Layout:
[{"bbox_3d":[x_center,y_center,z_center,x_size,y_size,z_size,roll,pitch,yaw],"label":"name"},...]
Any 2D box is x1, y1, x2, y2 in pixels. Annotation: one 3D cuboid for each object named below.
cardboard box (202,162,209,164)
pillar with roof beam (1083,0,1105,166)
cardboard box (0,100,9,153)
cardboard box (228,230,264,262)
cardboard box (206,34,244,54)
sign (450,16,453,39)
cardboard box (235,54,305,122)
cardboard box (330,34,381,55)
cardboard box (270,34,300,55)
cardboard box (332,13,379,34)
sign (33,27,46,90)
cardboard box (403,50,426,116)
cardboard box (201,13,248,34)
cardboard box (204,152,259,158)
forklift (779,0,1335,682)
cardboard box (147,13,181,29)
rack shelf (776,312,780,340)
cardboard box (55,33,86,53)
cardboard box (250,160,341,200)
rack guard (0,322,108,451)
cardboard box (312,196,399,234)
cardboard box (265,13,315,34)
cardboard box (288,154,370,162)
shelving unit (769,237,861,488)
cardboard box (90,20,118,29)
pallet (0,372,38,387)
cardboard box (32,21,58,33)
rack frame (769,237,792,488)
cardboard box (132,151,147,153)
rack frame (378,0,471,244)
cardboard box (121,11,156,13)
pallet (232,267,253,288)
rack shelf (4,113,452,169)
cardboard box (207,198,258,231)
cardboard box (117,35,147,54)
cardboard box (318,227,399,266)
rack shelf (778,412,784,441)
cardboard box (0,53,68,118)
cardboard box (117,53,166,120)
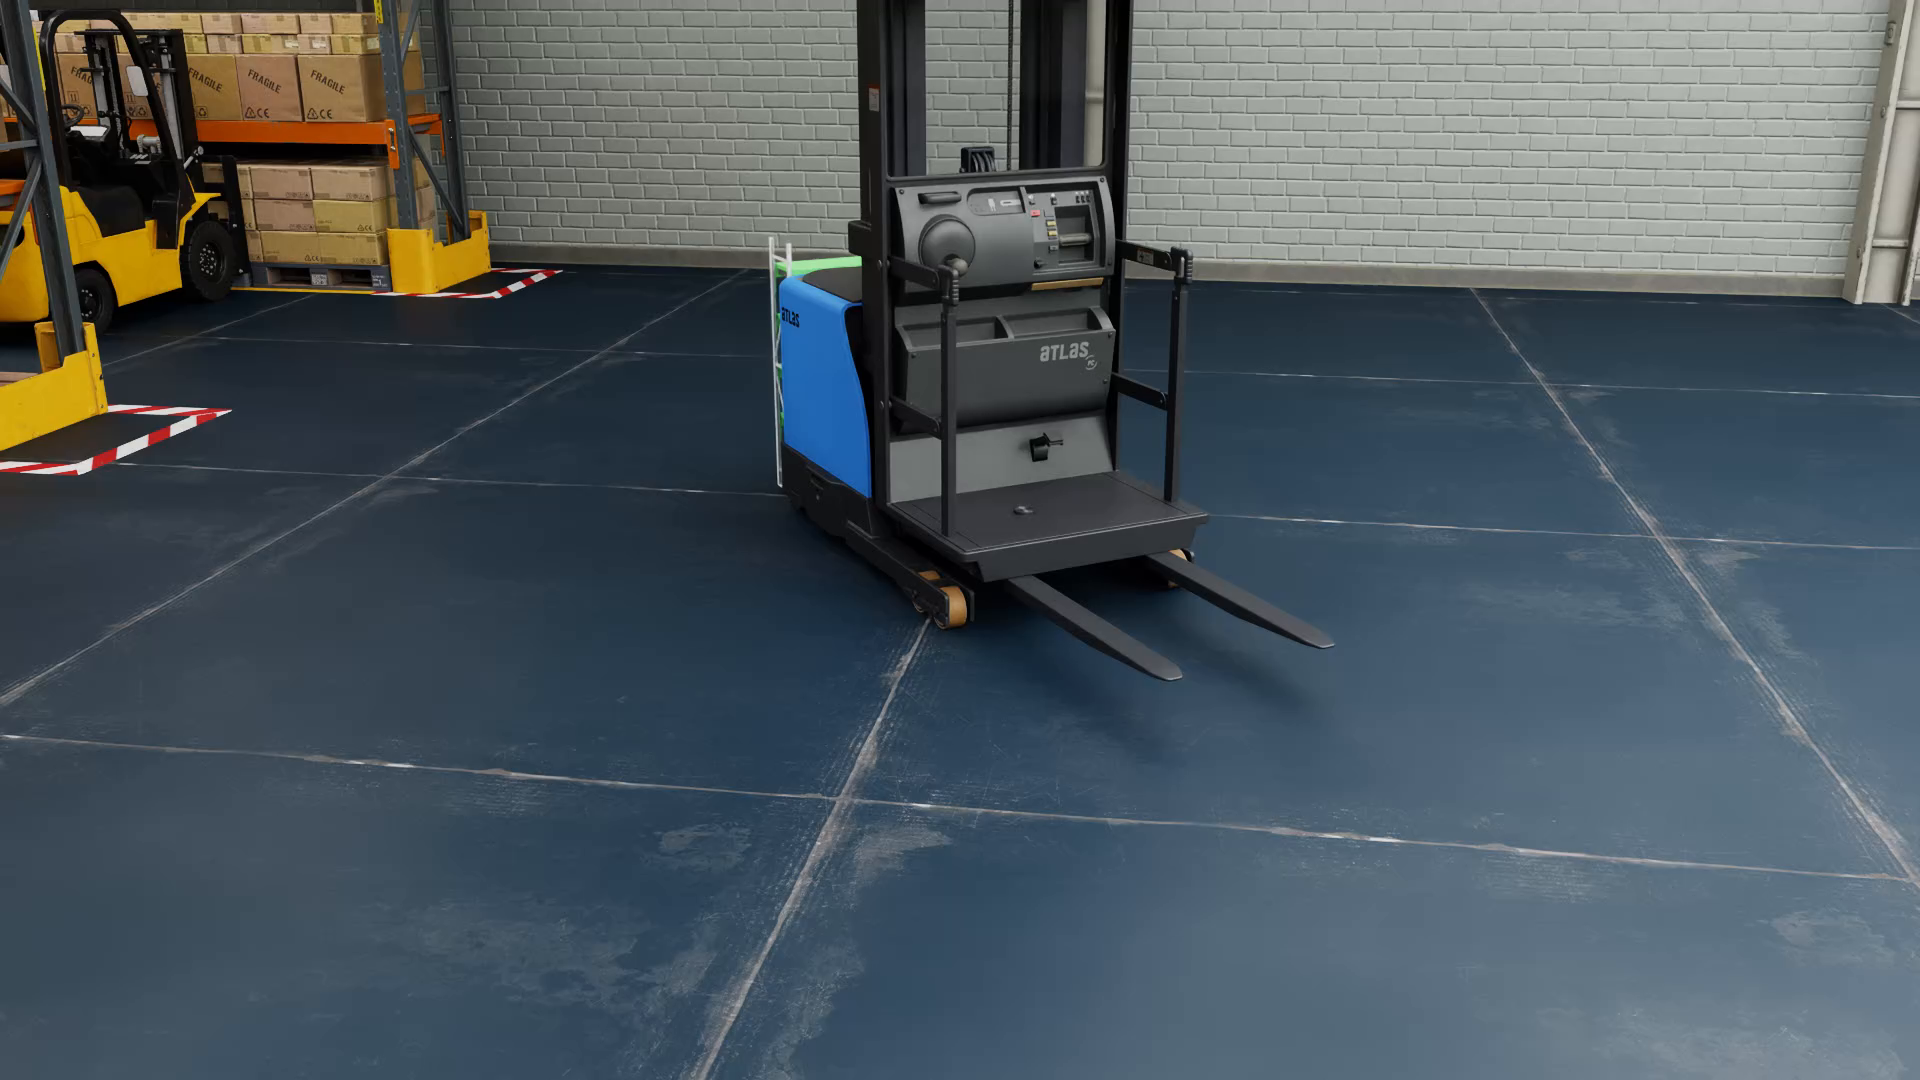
[{"bbox_3d":[-6.270,-2.918,13.391,0.500,0.250,0.500,3,19,8],"label":"cardboard box"},{"bbox_3d":[0.435,-5.060,8.245,0.400,9.000,9.100,3,19,9],"label":"pillar with roof beam"},{"bbox_3d":[-5.469,-2.293,8.801,0.500,0.500,0.500,3,19,8],"label":"cardboard box"},{"bbox_3d":[-5.757,-2.425,13.494,0.500,0.250,0.500,3,19,9],"label":"cardboard box"},{"bbox_3d":[-5.666,-3.884,13.004,0.250,0.149,0.380,2,19,7],"label":"cardboard box"},{"bbox_3d":[-4.167,-4.170,13.551,0.005,0.325,0.100,3,19,9],"label":"sign"},{"bbox_3d":[-5.300,-3.568,13.081,0.500,0.500,0.500,4,19,10],"label":"cardboard box"},{"bbox_3d":[-4.648,-3.833,12.853,0.250,0.149,0.380,3,19,9],"label":"cardboard box"},{"bbox_3d":[-5.152,-3.869,12.960,0.250,0.149,0.380,3,19,10],"label":"cardboard box"},{"bbox_3d":[-4.649,-3.997,12.872,0.250,0.149,0.380,3,19,9],"label":"cardboard box"},{"bbox_3d":[-4.959,-2.574,8.904,0.005,0.325,0.100,3,19,9],"label":"sign"},{"bbox_3d":[-4.706,-3.708,13.500,0.500,0.500,0.500,4,19,10],"label":"cardboard box"},{"bbox_3d":[-5.668,-4.018,12.937,0.250,0.149,0.380,3,19,10],"label":"cardboard box"},{"bbox_3d":[-6.197,-3.082,13.883,0.500,0.250,0.500,3,19,8],"label":"cardboard box"},{"bbox_3d":[0.281,-1.211,6.303,1.130,2.935,3.031,-9,21,-25],"label":"forklift"},{"bbox_3d":[-6.164,-4.072,13.098,0.250,0.149,0.380,3,19,9],"label":"cardboard box"},{"bbox_3d":[-0.609,-1.006,7.862,0.480,0.148,0.258,-9,21,-26],"label":"rack shelf"},{"bbox_3d":[-6.930,-3.940,13.172,0.250,0.149,0.380,3,19,8],"label":"cardboard box"},{"bbox_3d":[-5.271,-2.867,13.241,0.500,0.250,0.500,3,19,10],"label":"cardboard box"},{"bbox_3d":[-5.120,-0.812,8.942,0.348,0.500,1.175,3,19,9],"label":"rack guard"},{"bbox_3d":[-4.792,-2.608,13.253,0.500,0.250,0.500,3,19,8],"label":"cardboard box"},{"bbox_3d":[-5.160,-4.004,12.894,0.250,0.149,0.380,3,19,10],"label":"cardboard box"},{"bbox_3d":[-5.200,-3.026,13.714,0.500,0.250,0.500,3,19,9],"label":"cardboard box"},{"bbox_3d":[-0.609,-0.839,7.918,0.503,1.200,0.258,-9,21,-26],"label":"shelving unit"},{"bbox_3d":[-6.659,-4.097,13.172,0.250,0.149,0.380,3,19,8],"label":"cardboard box"},{"bbox_3d":[-5.917,-0.727,9.143,1.213,0.211,1.003,3,19,9],"label":"pallet"},{"bbox_3d":[-7.179,-4.097,13.172,0.250,0.149,0.380,3,19,10],"label":"cardboard box"},{"bbox_3d":[-0.826,-0.804,7.813,0.015,1.200,0.240,-9,21,-26],"label":"rack frame"},{"bbox_3d":[-7.192,-3.134,14.039,0.500,0.250,0.500,3,19,8],"label":"cardboard box"},{"bbox_3d":[-4.261,-3.549,13.182,0.127,3.000,1.000,3,19,9],"label":"rack frame"},{"bbox_3d":[-6.833,-4.278,13.712,0.250,0.149,0.380,3,19,8],"label":"cardboard box"},{"bbox_3d":[-6.224,-2.314,13.886,1.213,0.211,1.003,3,19,9],"label":"pallet"},{"bbox_3d":[-6.236,-3.308,13.597,4.000,0.370,1.077,3,19,9],"label":"rack shelf"},{"bbox_3d":[-5.798,-2.656,13.396,0.500,0.250,0.500,2,19,7],"label":"cardboard box"},{"bbox_3d":[-6.414,-3.923,13.119,0.250,0.149,0.380,3,19,8],"label":"cardboard box"},{"bbox_3d":[-4.775,-2.369,13.326,0.500,0.250,0.500,3,19,9],"label":"cardboard box"},{"bbox_3d":[-0.609,-0.551,8.015,0.480,0.148,0.258,-9,21,-26],"label":"rack shelf"},{"bbox_3d":[-7.297,-3.672,13.394,0.500,0.500,0.500,3,19,10],"label":"cardboard box"},{"bbox_3d":[-6.304,-3.615,13.223,0.500,0.500,0.500,3,19,9],"label":"cardboard box"}]
